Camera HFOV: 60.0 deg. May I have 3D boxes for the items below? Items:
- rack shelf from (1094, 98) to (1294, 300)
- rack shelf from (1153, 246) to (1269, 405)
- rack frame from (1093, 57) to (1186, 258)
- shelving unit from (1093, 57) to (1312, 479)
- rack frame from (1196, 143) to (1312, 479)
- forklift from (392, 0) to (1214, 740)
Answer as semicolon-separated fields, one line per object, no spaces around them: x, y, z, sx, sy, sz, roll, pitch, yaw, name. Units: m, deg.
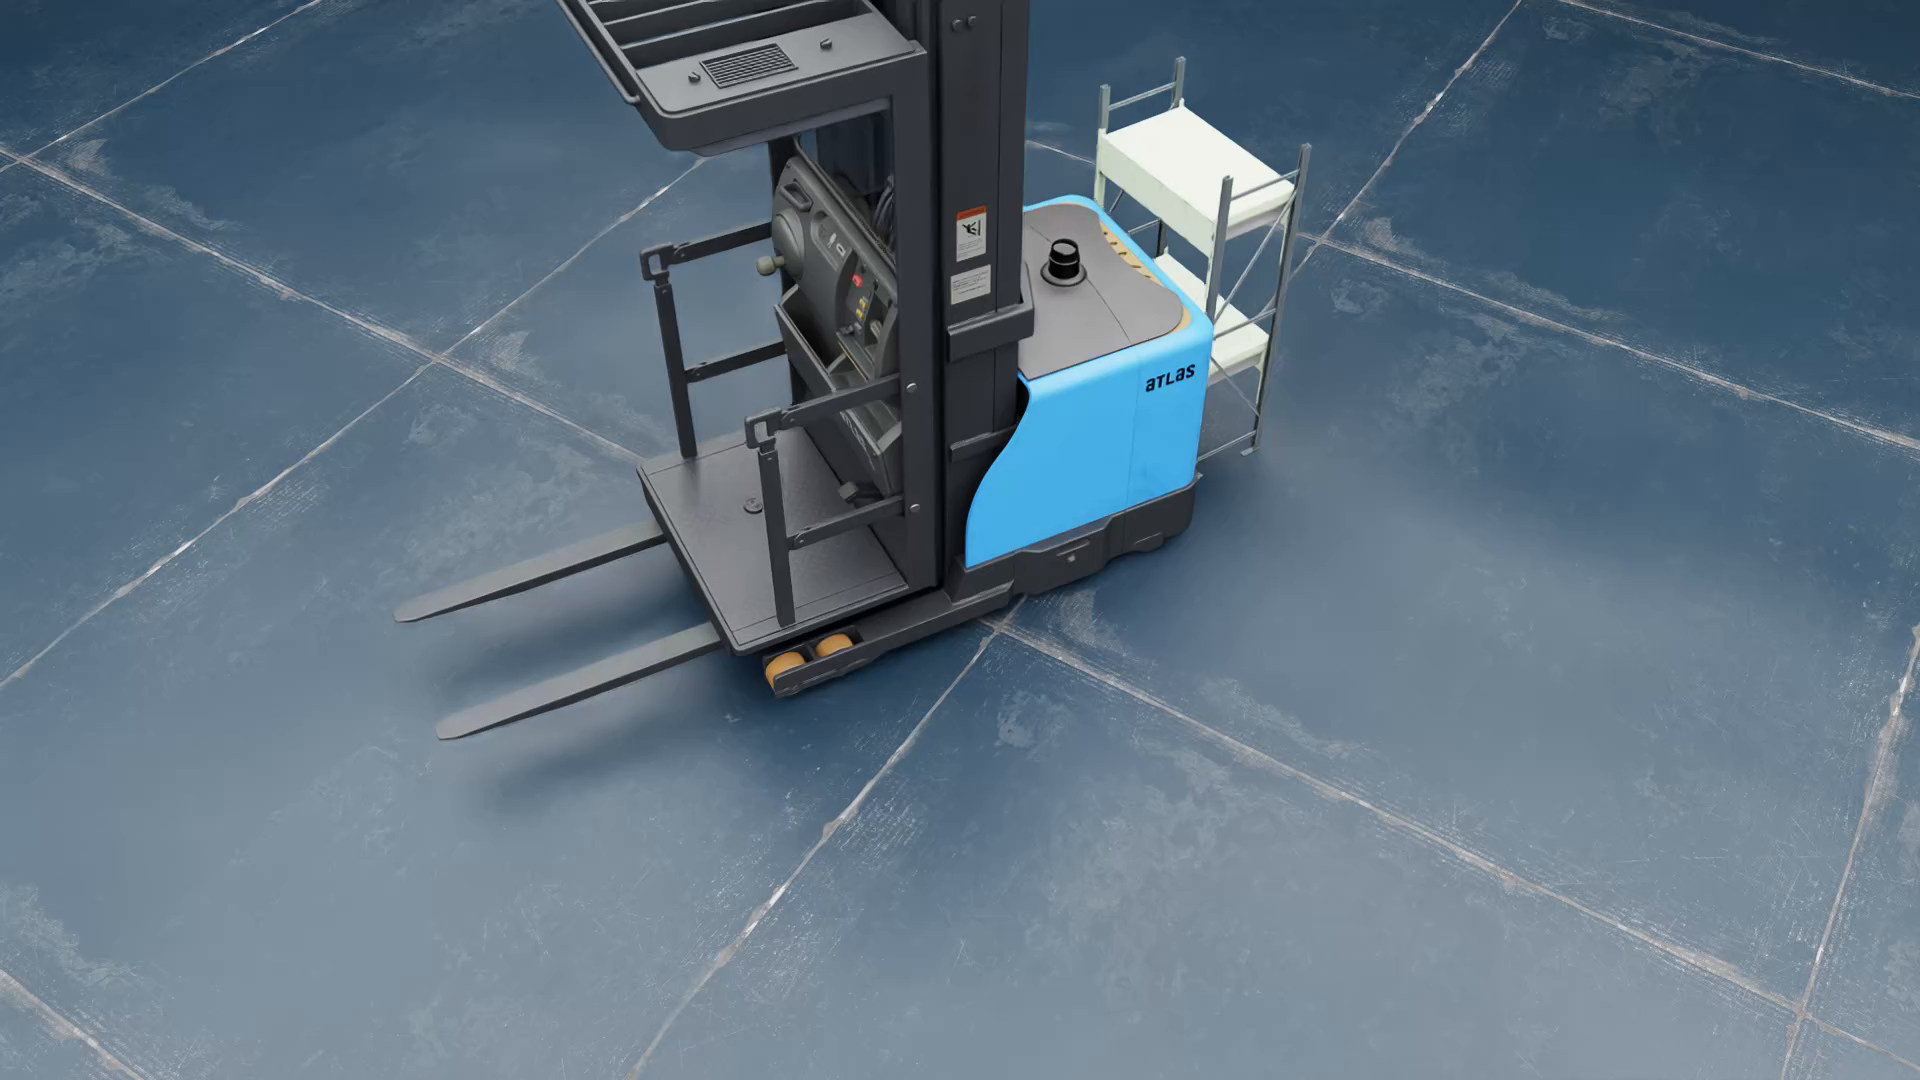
0.908;-1.332;6.453;0.431;0.370;0.720;-25;51;-22;rack shelf
0.909;-0.833;6.968;0.431;0.370;0.720;-25;51;-22;rack shelf
0.708;-1.280;6.947;0.400;1.500;0.023;-25;51;-22;rack frame
0.908;-1.060;6.733;0.431;1.500;0.755;-25;51;-22;shelving unit
1.108;-0.840;6.520;0.400;1.500;0.023;-25;51;-22;rack frame
-0.610;-0.879;5.560;3.031;2.935;1.130;-20;49;-18;forklift
